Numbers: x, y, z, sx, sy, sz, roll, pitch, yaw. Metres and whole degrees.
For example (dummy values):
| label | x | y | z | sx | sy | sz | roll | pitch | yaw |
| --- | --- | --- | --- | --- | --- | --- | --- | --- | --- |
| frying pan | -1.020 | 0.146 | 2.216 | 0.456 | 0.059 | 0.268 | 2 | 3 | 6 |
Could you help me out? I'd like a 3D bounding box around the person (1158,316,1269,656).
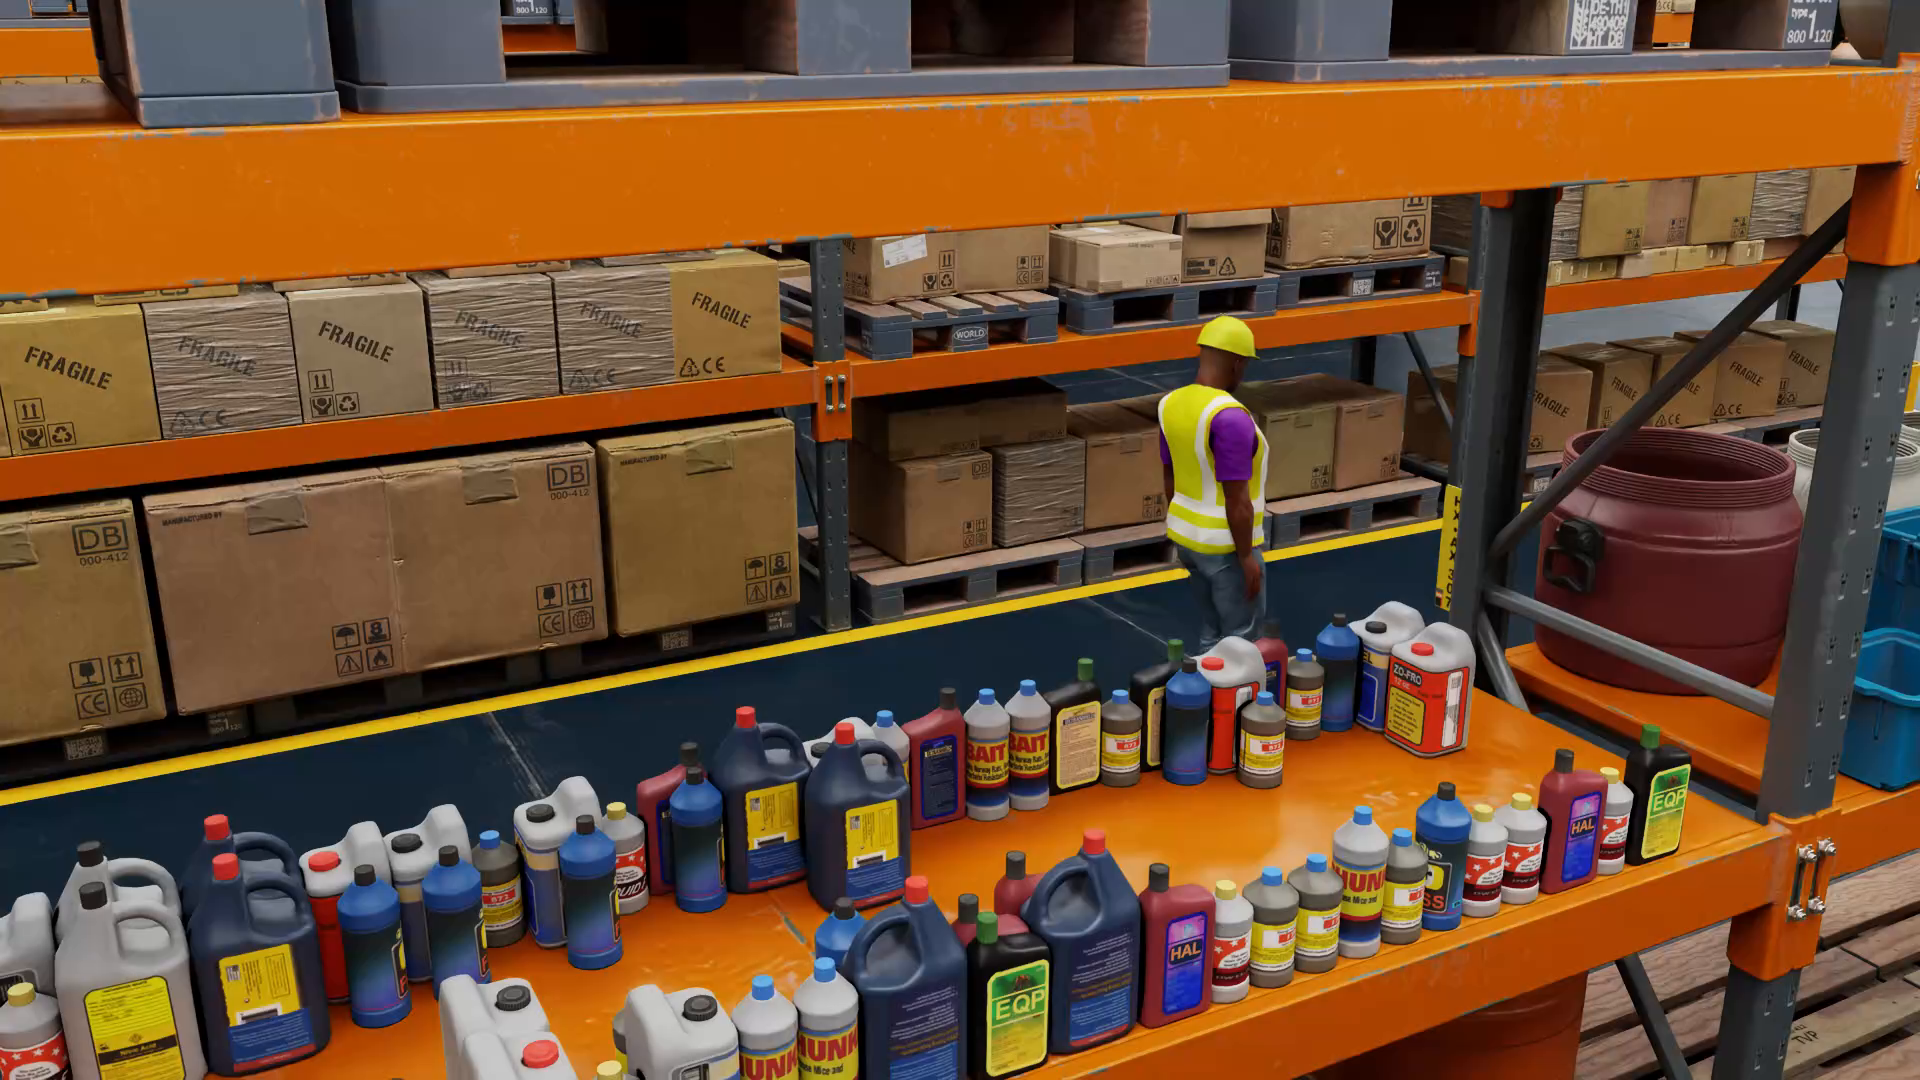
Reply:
| label | x | y | z | sx | sy | sz | roll | pitch | yaw |
| --- | --- | --- | --- | --- | --- | --- | --- | --- | --- |
| person | 1.078 | 0.034 | 6.558 | 0.522 | 1.843 | 0.599 | -8 | 20 | -22 |
